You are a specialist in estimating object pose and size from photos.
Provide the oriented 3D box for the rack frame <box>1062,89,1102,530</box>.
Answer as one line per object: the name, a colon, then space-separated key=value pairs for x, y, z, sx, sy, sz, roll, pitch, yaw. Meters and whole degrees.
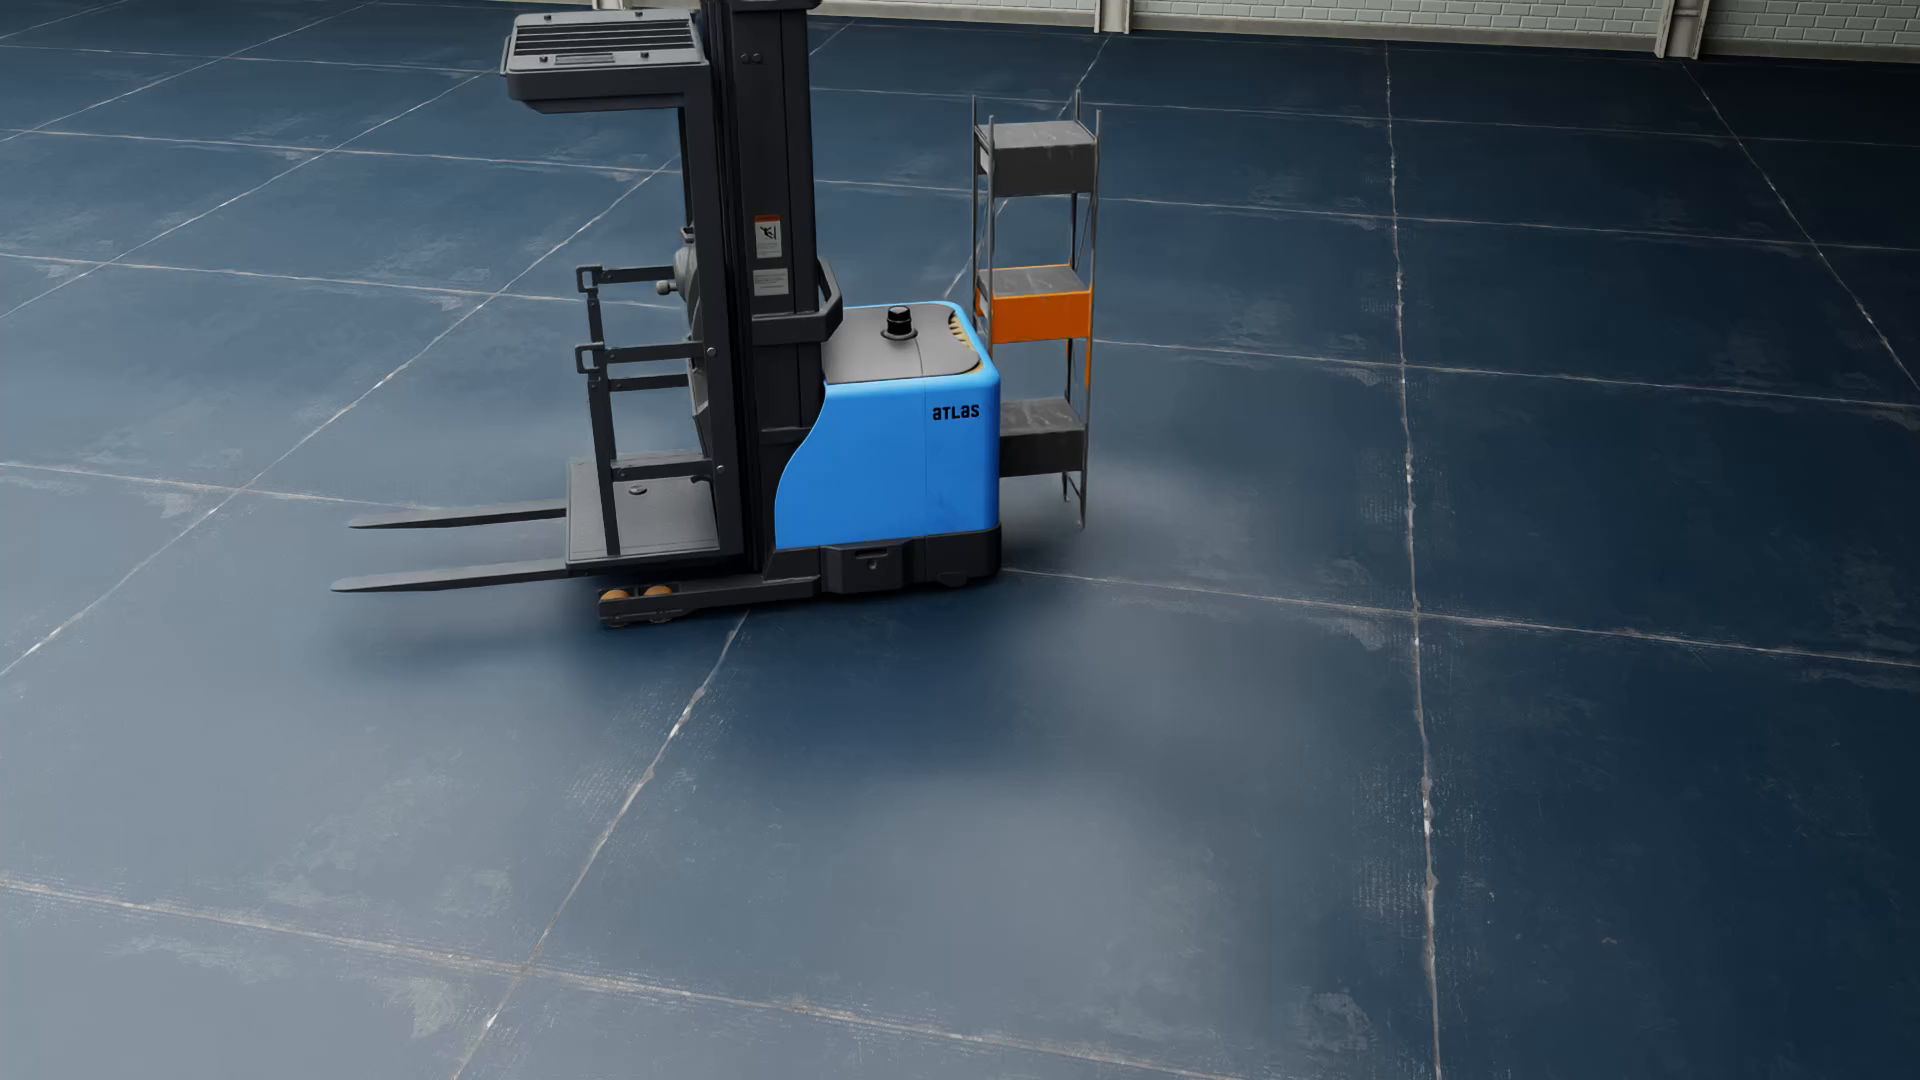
rack frame: x=0.580 y=-1.064 z=8.007 sx=0.015 sy=2.100 sz=0.400 roll=-5 pitch=29 yaw=-10

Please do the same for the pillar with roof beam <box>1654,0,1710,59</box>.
pillar with roof beam: x=6.698 y=-7.072 z=11.798 sx=0.400 sy=9.000 sz=9.100 roll=6 pitch=29 yaw=11

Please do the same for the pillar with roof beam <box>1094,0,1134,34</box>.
pillar with roof beam: x=0.830 y=-7.674 z=12.897 sx=0.400 sy=9.000 sz=9.100 roll=6 pitch=29 yaw=11

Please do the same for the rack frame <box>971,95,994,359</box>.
rack frame: x=0.101 y=-1.018 z=7.924 sx=0.015 sy=2.100 sz=0.400 roll=-5 pitch=29 yaw=-10

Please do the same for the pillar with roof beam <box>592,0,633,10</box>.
pillar with roof beam: x=-5.038 y=-8.276 z=13.996 sx=0.400 sy=9.000 sz=9.100 roll=6 pitch=29 yaw=11

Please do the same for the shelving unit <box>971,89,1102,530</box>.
shelving unit: x=0.341 y=-1.041 z=7.965 sx=0.503 sy=2.100 sz=0.431 roll=-5 pitch=29 yaw=-10

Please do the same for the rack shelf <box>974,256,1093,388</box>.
rack shelf: x=0.341 y=-1.029 z=7.972 sx=0.480 sy=0.518 sz=0.431 roll=-5 pitch=29 yaw=-10

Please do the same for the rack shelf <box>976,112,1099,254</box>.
rack shelf: x=0.341 y=-1.643 z=7.636 sx=0.480 sy=0.518 sz=0.431 roll=-5 pitch=29 yaw=-10

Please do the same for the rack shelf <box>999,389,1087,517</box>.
rack shelf: x=0.341 y=-0.415 z=8.308 sx=0.480 sy=0.518 sz=0.431 roll=-5 pitch=29 yaw=-10

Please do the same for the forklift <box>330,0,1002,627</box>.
forklift: x=-1.375 y=-1.167 z=7.330 sx=3.031 sy=2.935 sz=1.130 roll=-5 pitch=29 yaw=-10
